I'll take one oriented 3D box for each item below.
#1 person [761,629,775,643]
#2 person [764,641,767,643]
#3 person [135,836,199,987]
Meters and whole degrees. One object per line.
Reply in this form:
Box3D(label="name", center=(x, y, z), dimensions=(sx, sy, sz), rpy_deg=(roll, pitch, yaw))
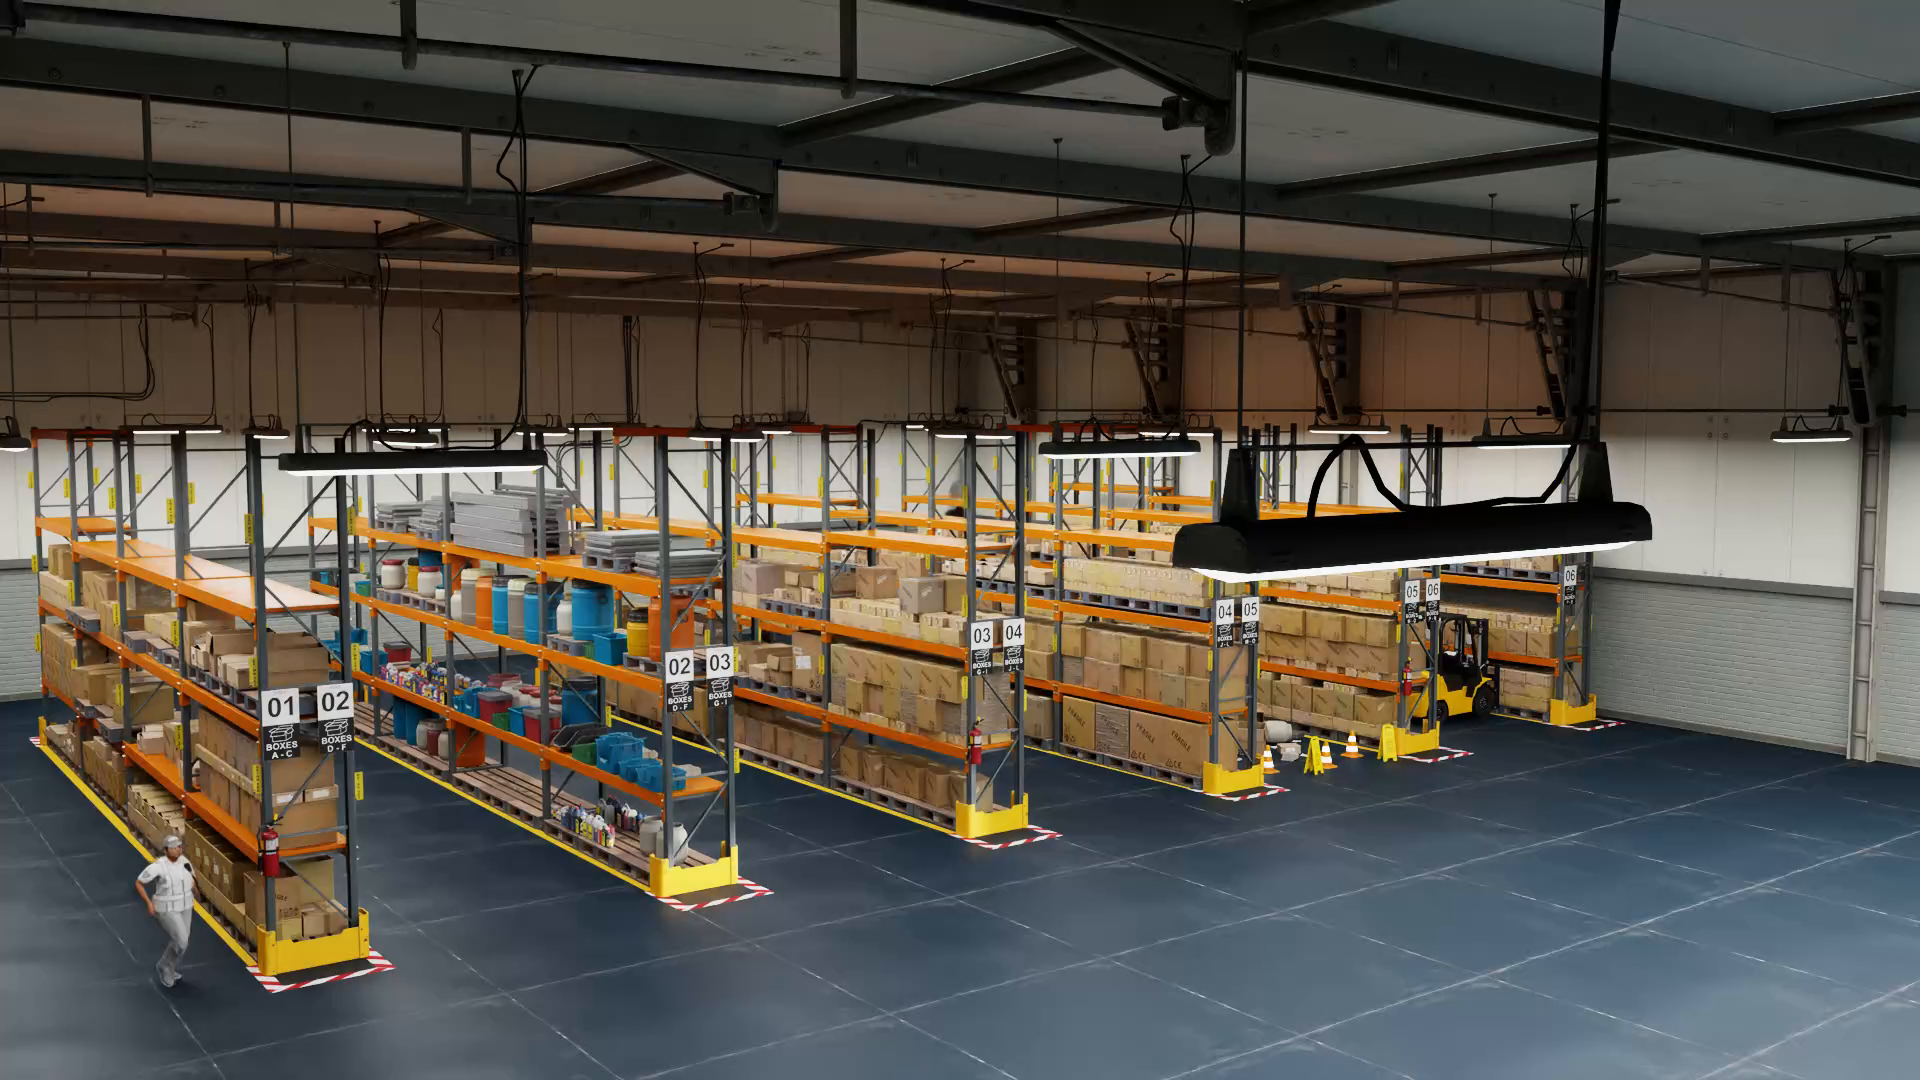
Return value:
Box3D(label="person", center=(-4.955, 2.177, 41.965), dimensions=(0.877, 1.717, 0.760), rpy_deg=(0, 4, 6))
Box3D(label="person", center=(-3.938, 2.860, 33.833), dimensions=(0.577, 1.609, 0.719), rpy_deg=(-3, 6, -37))
Box3D(label="person", center=(-8.623, 4.070, 18.261), dimensions=(0.650, 1.650, 0.584), rpy_deg=(2, 5, 23))
